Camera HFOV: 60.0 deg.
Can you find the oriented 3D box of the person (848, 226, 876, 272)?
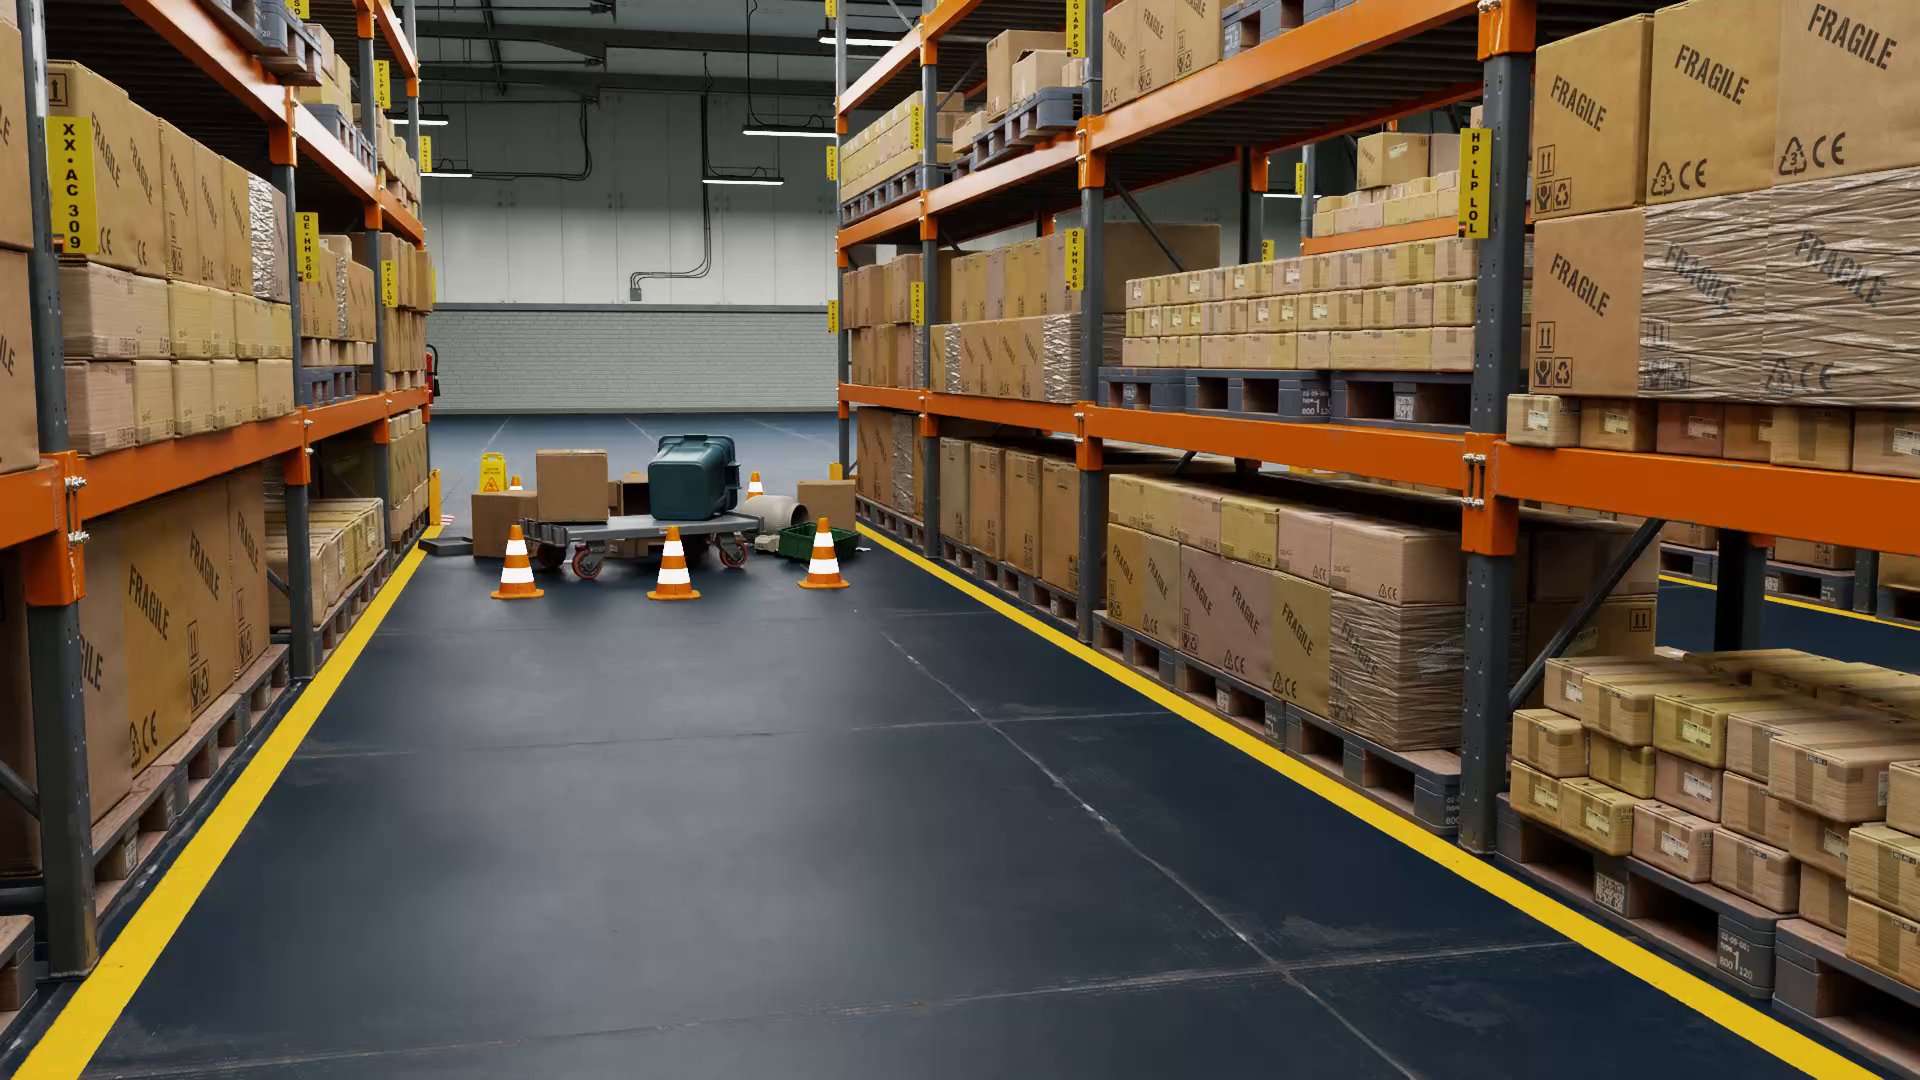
[{"bbox_3d":[-0.761,-1.089,5.632,13.080,2.337,18.705,-5,8,-36],"label":"person"}]
